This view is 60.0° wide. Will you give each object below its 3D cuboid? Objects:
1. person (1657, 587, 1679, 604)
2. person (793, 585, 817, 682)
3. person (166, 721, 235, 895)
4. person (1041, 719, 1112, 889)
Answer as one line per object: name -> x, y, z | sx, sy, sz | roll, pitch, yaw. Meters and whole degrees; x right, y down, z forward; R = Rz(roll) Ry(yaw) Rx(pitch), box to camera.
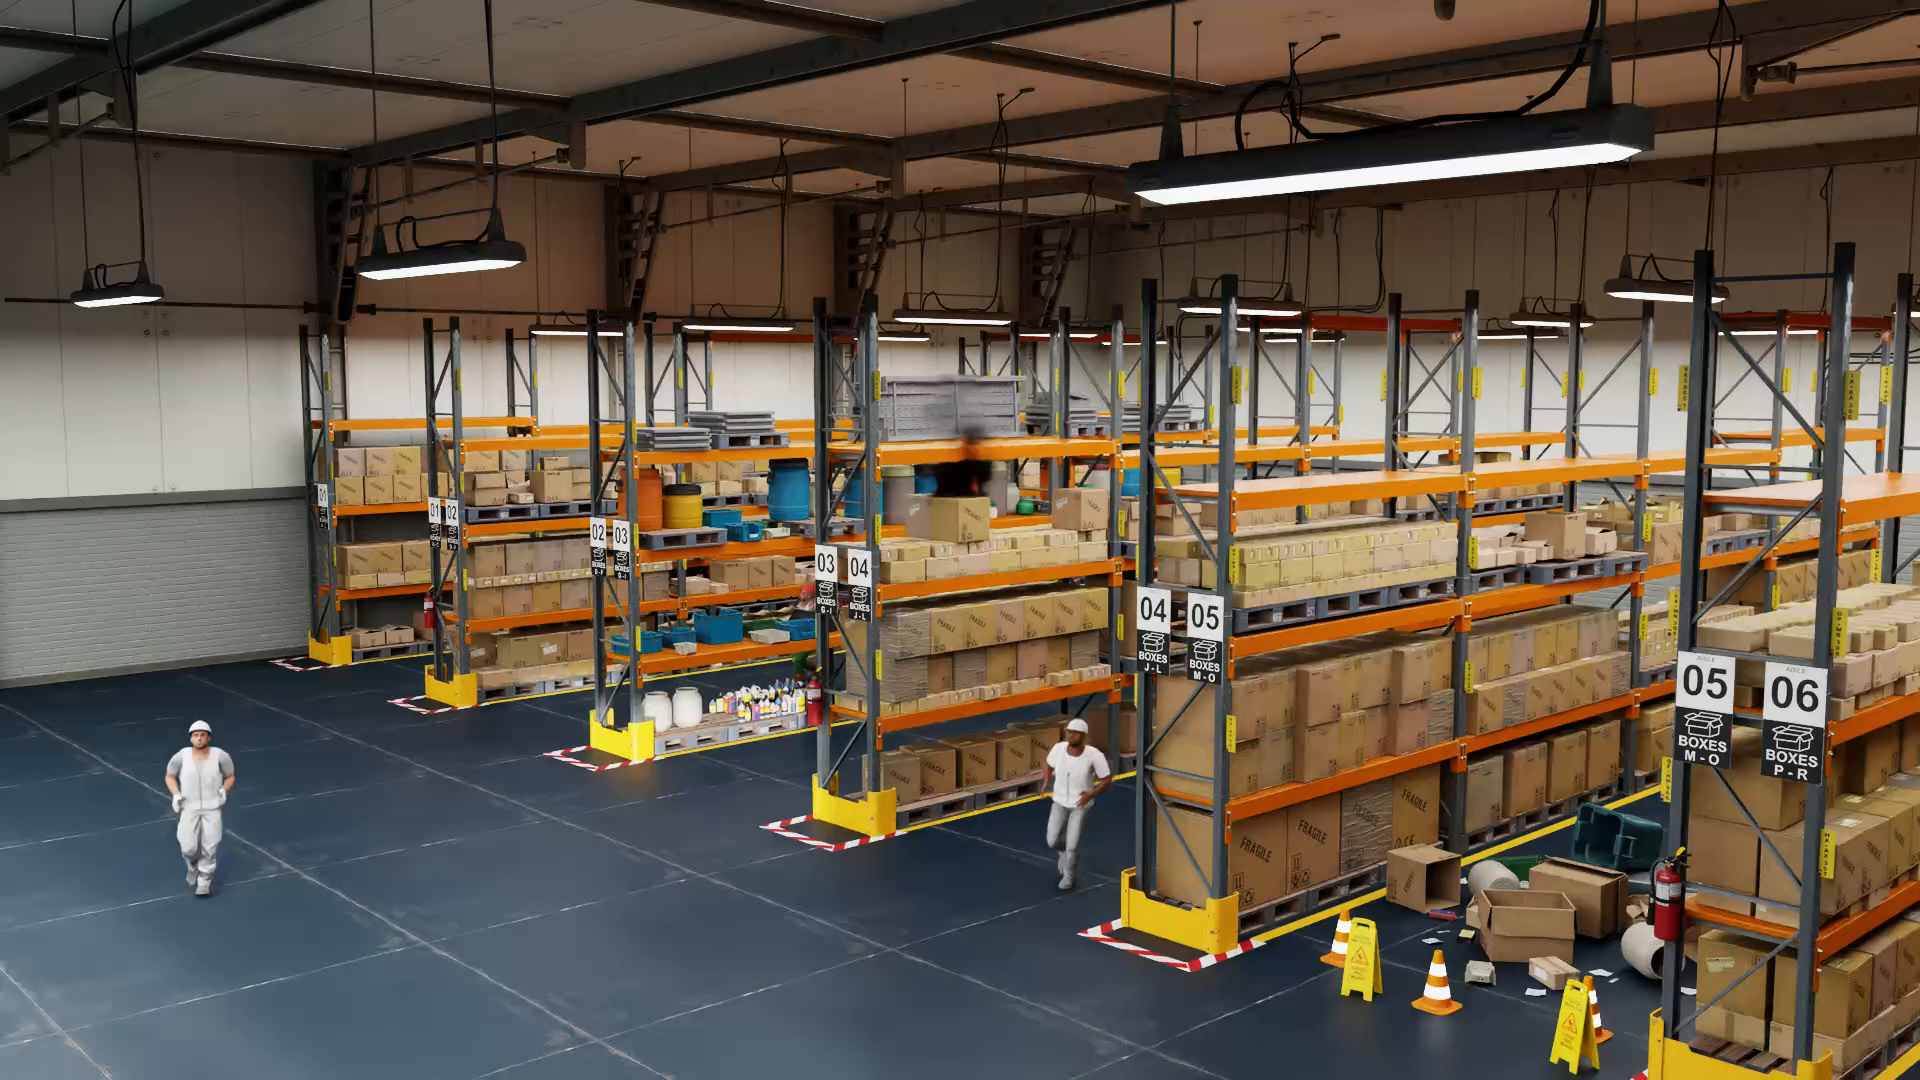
person -> 11.242, 1.630, 26.258 | 0.976, 1.817, 0.721 | -6, 8, -44
person -> -2.463, 1.595, 26.718 | 0.862, 1.759, 0.668 | -5, 8, -43
person -> -7.458, 2.645, 16.347 | 0.627, 1.743, 0.578 | -2, 6, -23
person -> 1.153, 2.631, 16.689 | 0.734, 1.718, 0.550 | 3, 6, 26
